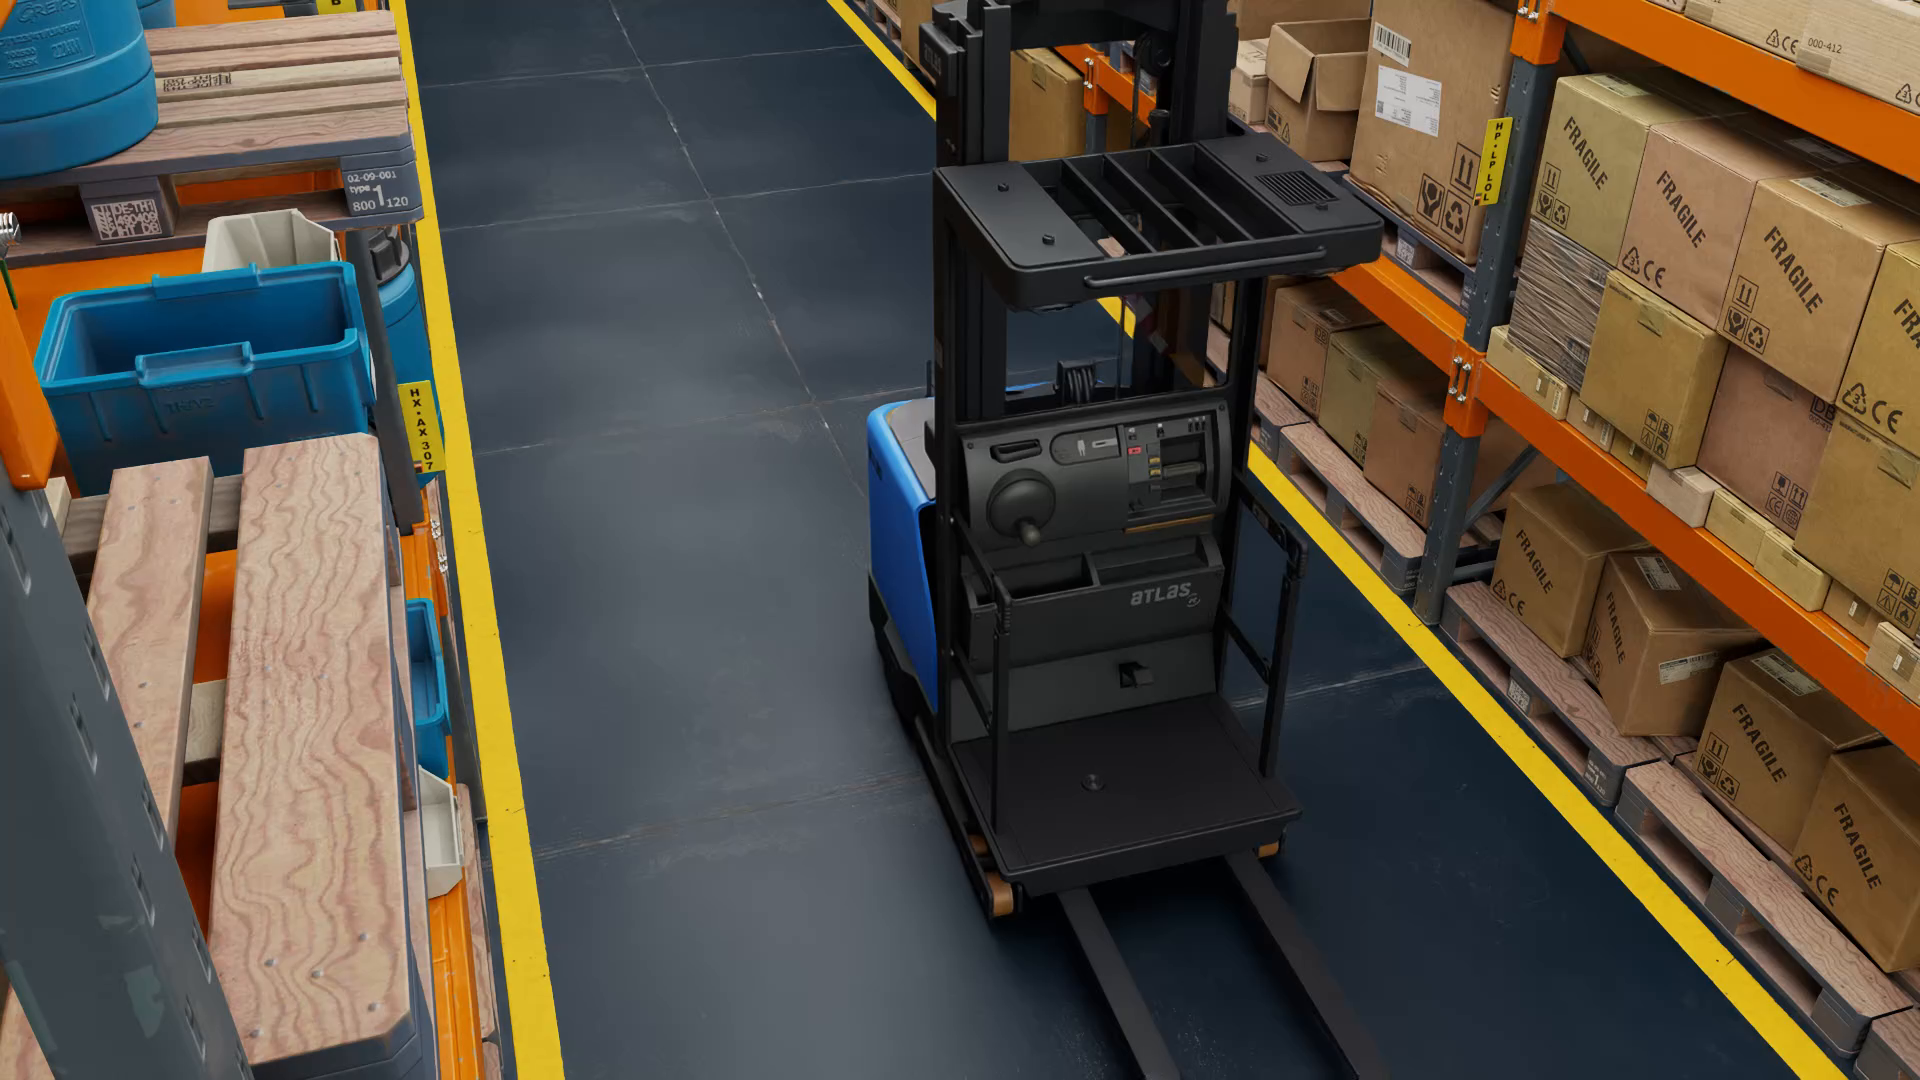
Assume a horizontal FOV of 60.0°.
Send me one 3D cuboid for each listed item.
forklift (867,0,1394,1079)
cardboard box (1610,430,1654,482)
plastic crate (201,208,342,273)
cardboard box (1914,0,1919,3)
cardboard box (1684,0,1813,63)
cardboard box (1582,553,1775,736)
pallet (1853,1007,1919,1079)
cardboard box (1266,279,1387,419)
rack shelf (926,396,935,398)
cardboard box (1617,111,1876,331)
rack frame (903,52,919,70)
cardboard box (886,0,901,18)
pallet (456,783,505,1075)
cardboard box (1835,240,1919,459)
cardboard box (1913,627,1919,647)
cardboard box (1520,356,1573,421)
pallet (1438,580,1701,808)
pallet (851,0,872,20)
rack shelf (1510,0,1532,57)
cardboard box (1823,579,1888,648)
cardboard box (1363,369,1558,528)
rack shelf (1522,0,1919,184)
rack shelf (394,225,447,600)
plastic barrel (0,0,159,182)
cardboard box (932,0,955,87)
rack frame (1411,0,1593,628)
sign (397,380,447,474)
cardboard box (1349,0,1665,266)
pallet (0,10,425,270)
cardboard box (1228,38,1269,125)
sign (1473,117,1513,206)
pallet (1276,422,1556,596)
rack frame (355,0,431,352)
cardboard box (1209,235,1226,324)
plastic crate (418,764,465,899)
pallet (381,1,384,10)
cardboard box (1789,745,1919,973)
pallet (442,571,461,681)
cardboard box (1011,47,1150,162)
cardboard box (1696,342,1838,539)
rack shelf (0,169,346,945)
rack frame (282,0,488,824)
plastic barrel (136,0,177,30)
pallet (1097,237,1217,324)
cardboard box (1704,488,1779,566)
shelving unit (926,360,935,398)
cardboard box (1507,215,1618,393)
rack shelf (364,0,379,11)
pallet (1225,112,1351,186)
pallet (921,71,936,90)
[{"bbox_3d":[0.526,-0.162,5.336,1.130,2.935,3.031,-9,35,-14],"label":"forklift"},{"bbox_3d":[2.501,-0.332,5.759,0.380,0.149,0.250,-10,35,-15],"label":"cardboard box"},{"bbox_3d":[-1.372,-0.523,3.339,0.243,0.136,0.396,-10,35,-15],"label":"plastic crate"},{"bbox_3d":[2.709,-1.444,4.268,0.380,0.149,0.250,-11,35,-16],"label":"cardboard box"},{"bbox_3d":[2.530,-1.622,4.899,0.500,0.250,0.500,-10,35,-15],"label":"cardboard box"},{"bbox_3d":[2.736,0.394,6.319,0.500,0.500,0.500,0,33,1],"label":"cardboard box"},{"bbox_3d":[3.453,1.802,4.832,1.003,0.211,1.213,-10,35,-15],"label":"pallet"},{"bbox_3d":[2.005,-1.003,8.416,0.700,0.500,0.500,-13,36,-19],"label":"cardboard box"},{"bbox_3d":[-0.002,-0.577,7.378,0.258,0.077,0.200,-10,35,-15],"label":"rack shelf"},{"bbox_3d":[2.519,-1.031,5.322,0.500,0.500,0.500,-10,35,-15],"label":"cardboard box"},{"bbox_3d":[0.030,-5.190,12.883,1.000,3.000,0.127,-10,35,-15],"label":"rack frame"},{"bbox_3d":[-0.095,-4.838,13.898,0.875,0.875,0.875,-10,35,-15],"label":"cardboard box"},{"bbox_3d":[-2.081,1.366,5.491,1.003,0.211,1.213,-10,35,-15],"label":"pallet"},{"bbox_3d":[2.834,-0.508,4.530,0.500,0.500,0.500,-10,35,-15],"label":"cardboard box"},{"bbox_3d":[3.171,0.139,4.458,0.875,0.500,0.500,-10,35,-15],"label":"cardboard box"},{"bbox_3d":[2.313,-0.588,6.147,0.380,0.149,0.250,-10,35,-15],"label":"cardboard box"},{"bbox_3d":[2.709,0.521,6.771,1.003,0.211,1.213,-10,35,-15],"label":"pallet"},{"bbox_3d":[-0.503,-5.080,15.247,1.003,0.211,1.213,-10,35,-15],"label":"pallet"},{"bbox_3d":[1.860,-2.991,7.487,1.077,0.370,4.000,-10,35,-15],"label":"rack shelf"},{"bbox_3d":[2.839,0.188,4.973,0.380,0.149,0.250,-10,35,-15],"label":"cardboard box"},{"bbox_3d":[2.303,-0.456,7.588,0.700,0.500,0.500,-13,36,-18],"label":"cardboard box"},{"bbox_3d":[3.080,-0.891,4.309,1.077,0.370,4.000,-10,35,-15],"label":"rack shelf"},{"bbox_3d":[-2.857,-0.907,7.054,1.077,0.370,4.000,-10,35,-15],"label":"rack shelf"},{"bbox_3d":[-2.045,-1.252,3.367,0.600,0.901,0.708,-10,35,-15],"label":"plastic barrel"},{"bbox_3d":[0.518,-3.677,12.140,1.225,0.875,0.875,-11,35,-16],"label":"cardboard box"},{"bbox_3d":[2.470,-0.990,6.527,1.000,3.000,0.127,-10,35,-15],"label":"rack frame"},{"bbox_3d":[-1.719,-0.359,5.321,0.100,0.325,0.005,-10,35,-15],"label":"sign"},{"bbox_3d":[2.361,-1.856,6.912,1.000,1.000,1.000,-10,35,-14],"label":"cardboard box"},{"bbox_3d":[-1.934,-0.967,3.943,1.213,0.211,1.003,-10,35,-15],"label":"pallet"},{"bbox_3d":[1.542,-2.284,8.240,0.500,0.250,0.500,-11,35,-16],"label":"cardboard box"},{"bbox_3d":[1.943,-1.377,6.063,0.100,0.325,0.005,-10,35,-15],"label":"sign"},{"bbox_3d":[2.231,-0.235,7.914,1.003,0.211,1.213,-10,35,-15],"label":"pallet"},{"bbox_3d":[-3.467,-2.257,8.444,1.000,3.000,0.127,-10,35,-15],"label":"rack frame"},{"bbox_3d":[1.655,-1.593,9.308,0.700,0.500,0.500,-13,36,-19],"label":"cardboard box"},{"bbox_3d":[-1.510,0.763,4.113,0.530,0.136,0.437,-10,35,-15],"label":"plastic crate"},{"bbox_3d":[-5.324,-4.215,13.937,1.003,0.211,1.213,-10,35,-15],"label":"pallet"},{"bbox_3d":[3.128,1.008,5.391,0.500,0.500,0.500,-7,34,-10],"label":"cardboard box"},{"bbox_3d":[-2.523,0.601,6.649,1.003,0.211,1.213,-10,35,-15],"label":"pallet"},{"bbox_3d":[1.059,-2.744,10.728,1.225,0.875,0.875,-12,35,-17],"label":"cardboard box"},{"bbox_3d":[2.916,-0.395,5.266,0.875,0.500,0.500,-10,35,-15],"label":"cardboard box"},{"bbox_3d":[-1.637,-0.058,3.048,1.077,0.370,4.000,-10,35,-15],"label":"rack shelf"},{"bbox_3d":[-2.247,-0.157,5.266,1.000,3.000,0.127,-10,35,-15],"label":"rack frame"},{"bbox_3d":[-2.608,-1.848,4.650,0.600,0.901,0.708,-10,35,-15],"label":"plastic barrel"},{"bbox_3d":[1.487,-1.516,9.852,1.003,0.211,1.213,-10,35,-15],"label":"pallet"},{"bbox_3d":[2.654,-0.069,5.362,0.380,0.149,0.250,-10,35,-15],"label":"cardboard box"},{"bbox_3d":[-0.002,-0.380,7.508,0.258,0.900,0.210,-10,35,-15],"label":"shelving unit"},{"bbox_3d":[2.549,-0.909,6.044,0.875,0.500,0.500,-10,35,-15],"label":"cardboard box"},{"bbox_3d":[-4.077,-3.007,10.232,1.077,0.370,4.000,-10,35,-15],"label":"rack shelf"},{"bbox_3d":[1.893,-1.977,8.195,1.003,0.211,1.213,-10,35,-15],"label":"pallet"},{"bbox_3d":[0.337,-3.634,13.058,1.003,0.211,1.213,-10,35,-15],"label":"pallet"}]
